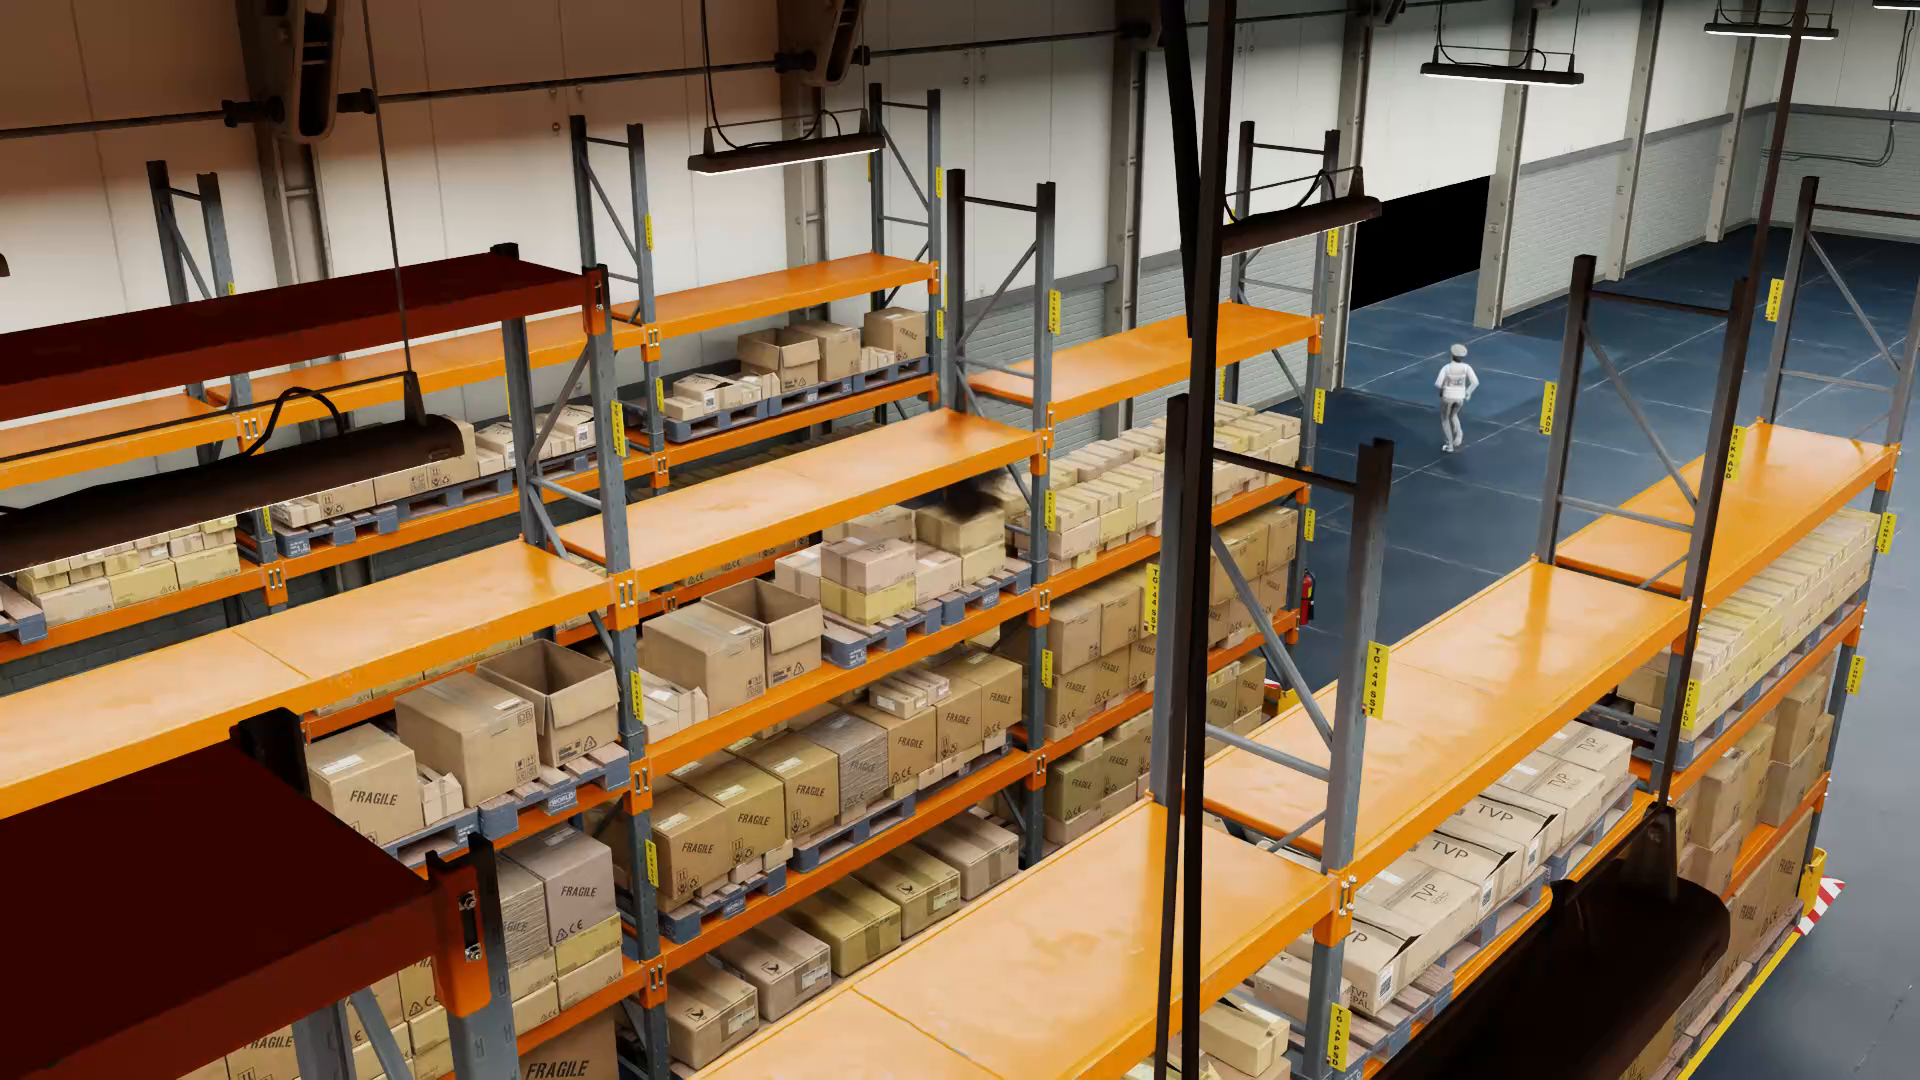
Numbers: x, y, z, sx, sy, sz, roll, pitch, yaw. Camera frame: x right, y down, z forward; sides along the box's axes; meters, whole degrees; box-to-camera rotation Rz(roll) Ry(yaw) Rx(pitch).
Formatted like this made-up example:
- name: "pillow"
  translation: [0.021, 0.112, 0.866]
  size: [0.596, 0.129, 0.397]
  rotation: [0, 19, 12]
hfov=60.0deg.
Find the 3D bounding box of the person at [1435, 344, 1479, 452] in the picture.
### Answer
- name: "person"
  translation: [7.513, -2.188, 25.376]
  size: [0.605, 1.659, 0.535]
  rotation: [-1, 21, -2]
